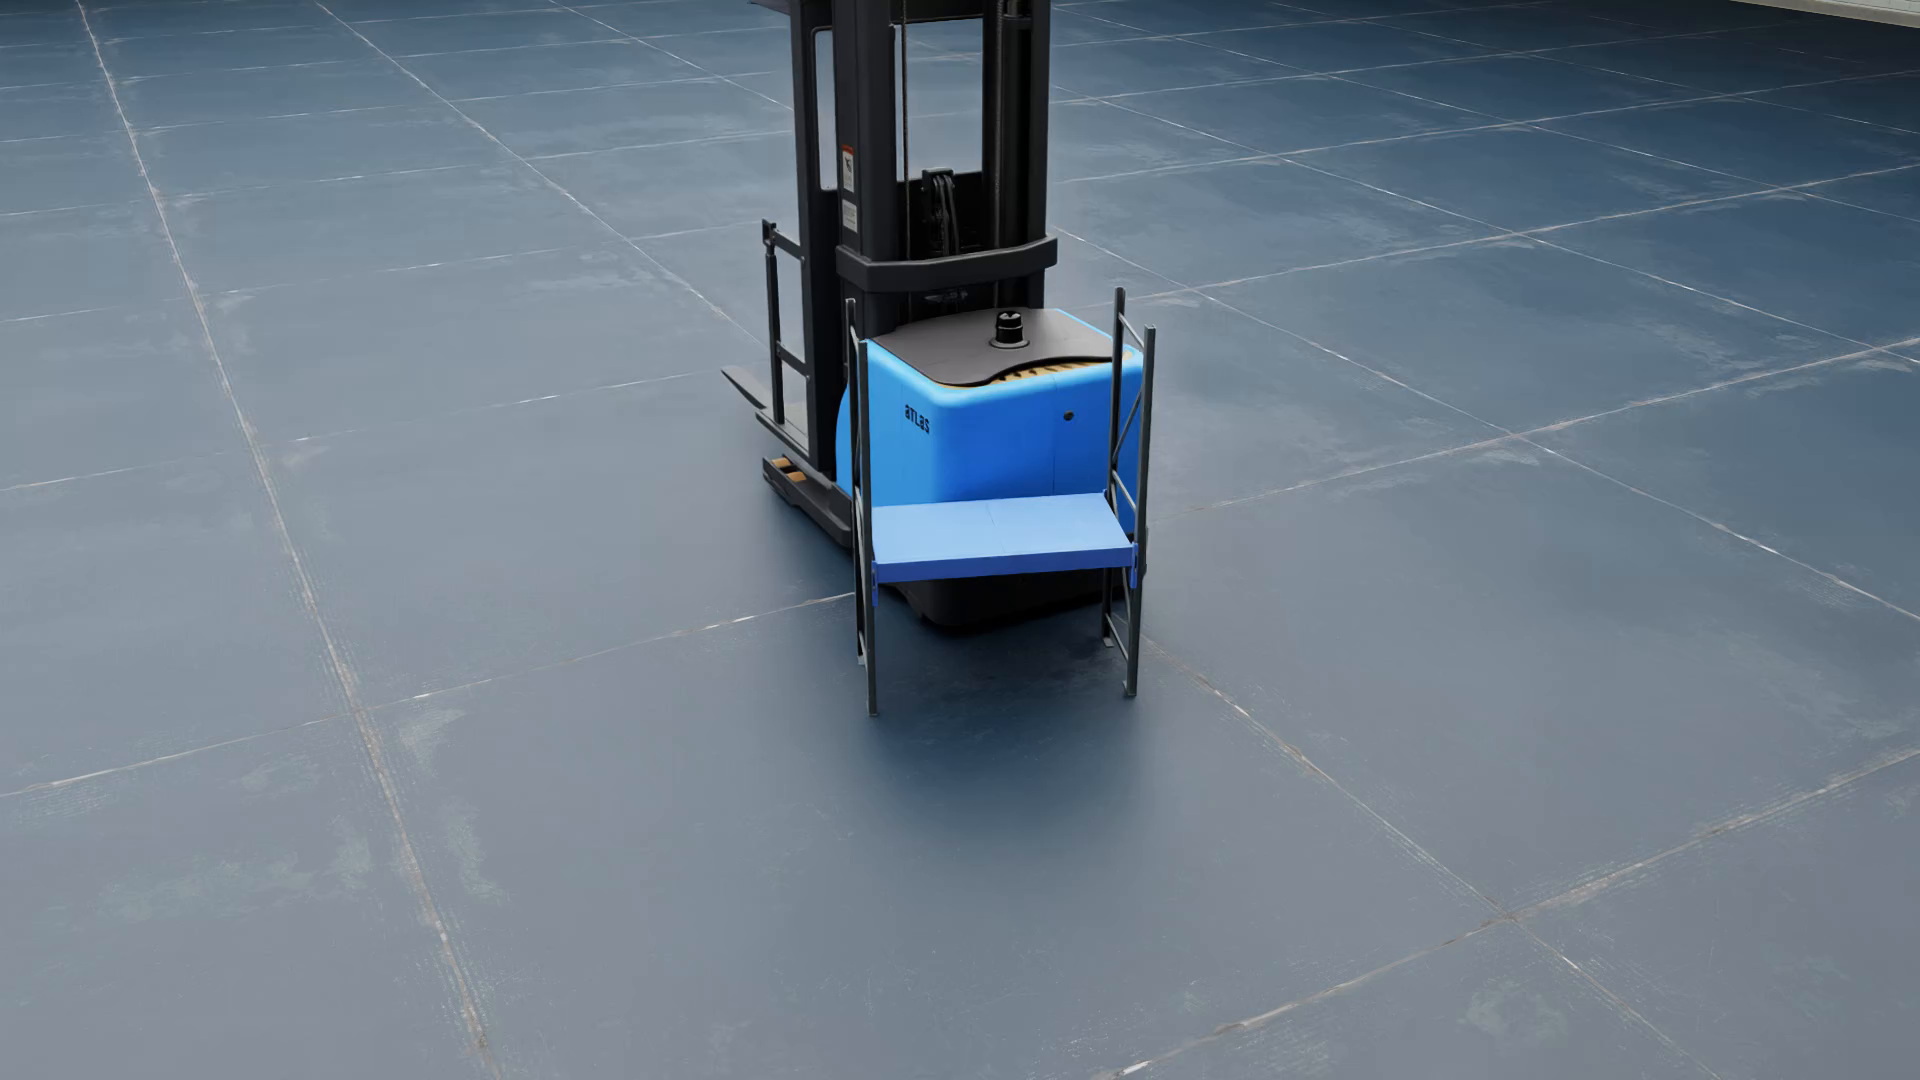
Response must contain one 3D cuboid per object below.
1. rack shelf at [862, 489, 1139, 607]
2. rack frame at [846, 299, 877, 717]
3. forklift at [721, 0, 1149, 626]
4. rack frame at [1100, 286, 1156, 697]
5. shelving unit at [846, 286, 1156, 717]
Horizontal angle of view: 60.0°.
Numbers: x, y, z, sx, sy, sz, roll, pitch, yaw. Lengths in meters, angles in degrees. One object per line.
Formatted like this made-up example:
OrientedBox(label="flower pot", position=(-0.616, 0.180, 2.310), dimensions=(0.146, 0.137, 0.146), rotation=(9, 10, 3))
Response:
OrientedBox(label="rack shelf", position=(0.134, 0.022, 6.388), dimensions=(1.000, 0.185, 0.538), rotation=(-4, 26, -8))
OrientedBox(label="rack frame", position=(-0.369, -0.108, 6.241), dimensions=(0.032, 1.500, 0.500), rotation=(-4, 26, -8))
OrientedBox(label="forklift", position=(-0.321, -1.570, 7.635), dimensions=(1.130, 2.935, 3.031), rotation=(-13, 29, -25))
OrientedBox(label="rack frame", position=(0.637, -0.173, 6.378), dimensions=(0.032, 1.500, 0.500), rotation=(-4, 26, -8))
OrientedBox(label="shelving unit", position=(0.134, -0.140, 6.310), dimensions=(1.048, 1.500, 0.538), rotation=(-4, 26, -8))
